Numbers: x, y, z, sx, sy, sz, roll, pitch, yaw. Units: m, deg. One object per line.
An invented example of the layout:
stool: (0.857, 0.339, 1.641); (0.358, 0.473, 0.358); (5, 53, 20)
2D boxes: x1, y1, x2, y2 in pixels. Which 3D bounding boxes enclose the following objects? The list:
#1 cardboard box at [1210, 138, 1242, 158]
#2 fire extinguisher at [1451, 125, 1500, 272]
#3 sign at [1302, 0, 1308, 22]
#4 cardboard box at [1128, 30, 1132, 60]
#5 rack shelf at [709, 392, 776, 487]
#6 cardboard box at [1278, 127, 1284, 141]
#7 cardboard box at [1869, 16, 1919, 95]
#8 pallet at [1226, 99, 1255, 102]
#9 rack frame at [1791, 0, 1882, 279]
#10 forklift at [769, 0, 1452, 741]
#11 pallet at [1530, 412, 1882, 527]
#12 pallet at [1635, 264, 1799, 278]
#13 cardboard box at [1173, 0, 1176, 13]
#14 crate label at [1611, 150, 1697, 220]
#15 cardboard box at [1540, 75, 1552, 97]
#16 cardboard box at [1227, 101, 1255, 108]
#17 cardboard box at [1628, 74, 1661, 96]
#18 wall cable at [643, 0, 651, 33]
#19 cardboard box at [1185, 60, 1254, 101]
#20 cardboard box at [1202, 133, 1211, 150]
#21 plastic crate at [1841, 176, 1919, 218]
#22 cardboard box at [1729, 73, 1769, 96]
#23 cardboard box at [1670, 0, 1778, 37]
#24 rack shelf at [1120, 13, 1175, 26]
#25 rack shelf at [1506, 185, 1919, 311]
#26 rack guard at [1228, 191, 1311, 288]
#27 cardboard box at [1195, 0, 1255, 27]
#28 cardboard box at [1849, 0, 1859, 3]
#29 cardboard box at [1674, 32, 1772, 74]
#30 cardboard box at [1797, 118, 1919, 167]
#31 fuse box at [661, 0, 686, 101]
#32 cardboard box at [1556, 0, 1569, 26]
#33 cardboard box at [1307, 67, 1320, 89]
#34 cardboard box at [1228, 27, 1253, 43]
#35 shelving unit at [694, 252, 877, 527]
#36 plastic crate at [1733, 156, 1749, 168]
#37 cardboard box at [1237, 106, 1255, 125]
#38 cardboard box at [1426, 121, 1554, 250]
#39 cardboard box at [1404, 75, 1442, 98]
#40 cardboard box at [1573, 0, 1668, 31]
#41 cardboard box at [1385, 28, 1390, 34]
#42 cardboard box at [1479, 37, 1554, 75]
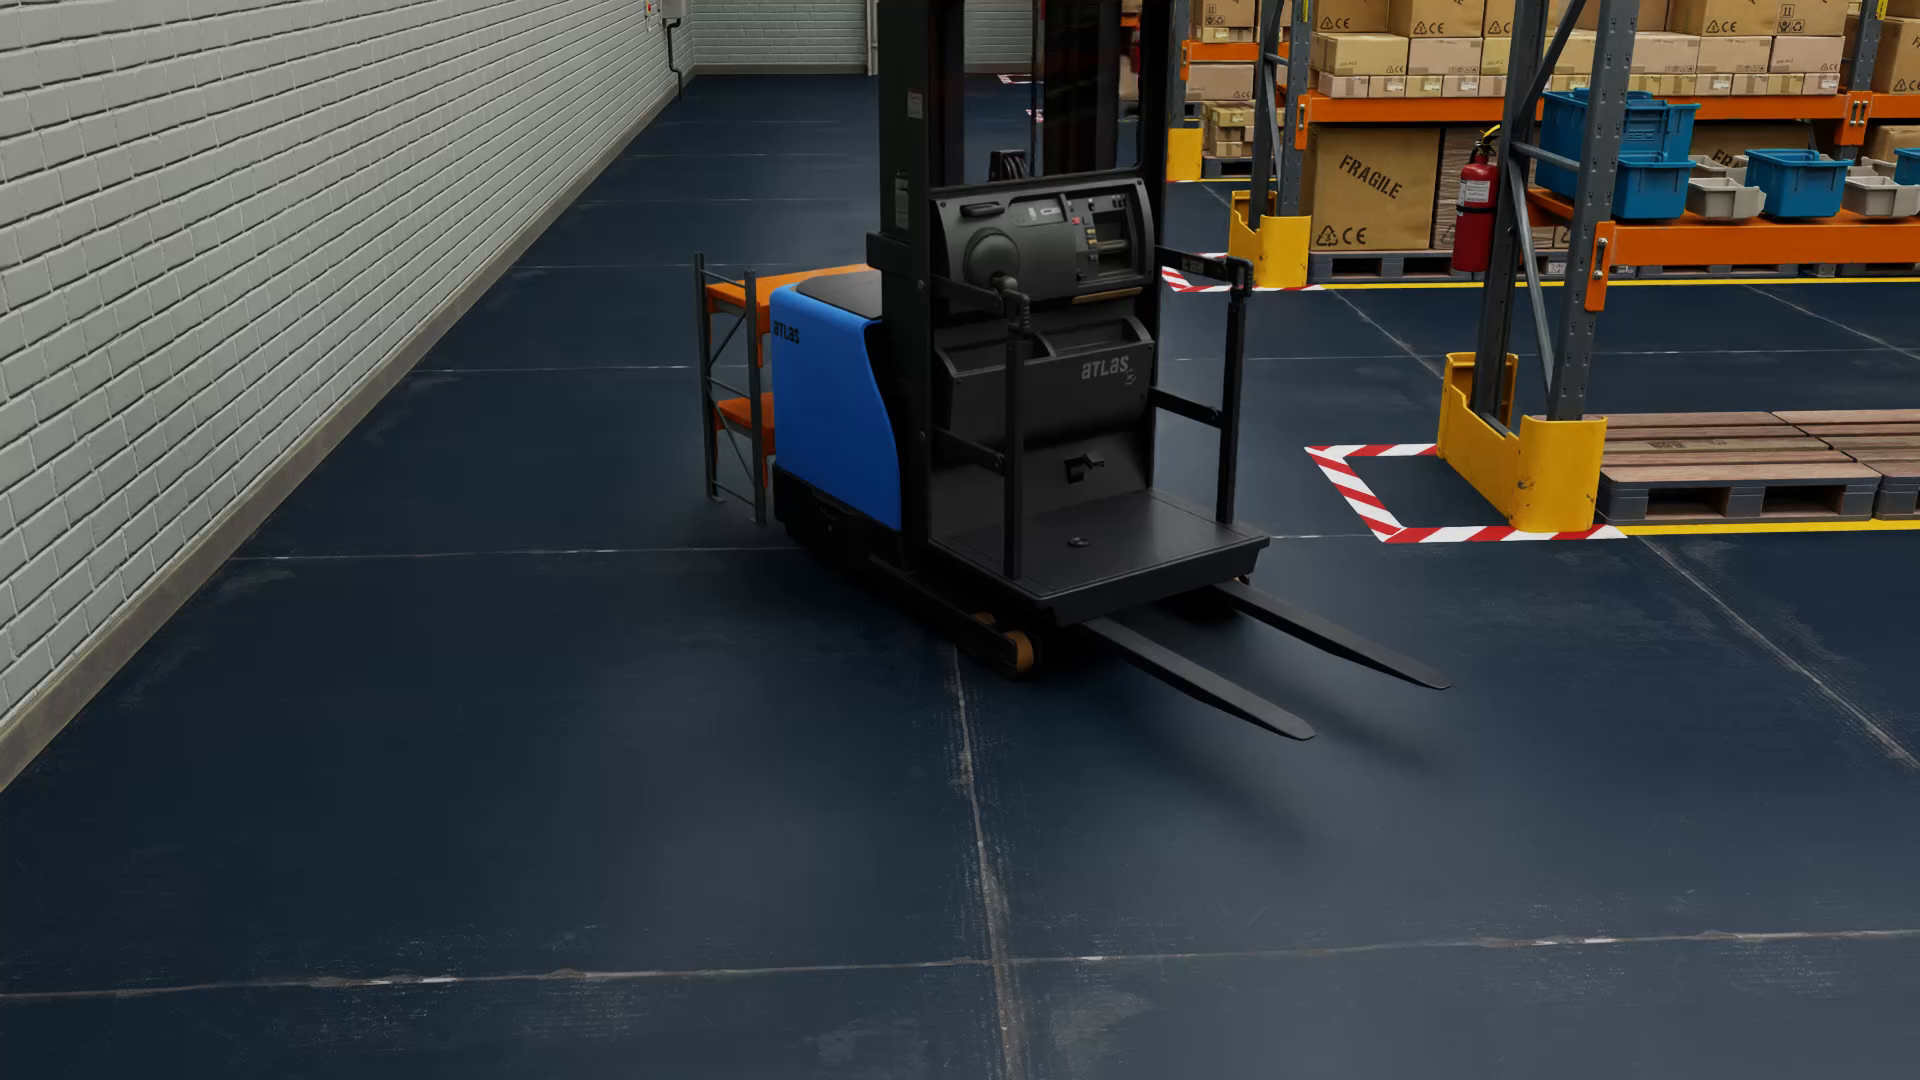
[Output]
cardboard box: (2.658, -3.931, 16.648); (0.250, 0.149, 0.380); (-1, 21, -2)
fire extinguisher: (2.406, -1.595, 7.728); (0.183, 0.674, 0.296); (-1, 21, -3)
sign: (2.325, -3.651, 11.167); (0.005, 0.325, 0.100); (-1, 21, -3)
cardboard box: (2.918, -7.701, 26.054); (0.500, 0.500, 0.700); (0, 21, -1)
rack shelf: (-0.592, -0.535, 7.633); (1.000, 0.278, 0.538); (-14, 25, -33)
cardboard box: (3.171, -4.115, 16.712); (0.250, 0.149, 0.380); (-1, 21, -2)
cardboard box: (6.766, -3.455, 11.840); (0.500, 0.500, 0.500); (-1, 21, -3)
pallet: (3.743, -5.691, 21.773); (1.213, 0.211, 1.003); (-1, 21, -3)
rack frame: (6.293, -3.488, 12.066); (0.127, 3.000, 1.000); (-1, 21, -3)
forklift: (0.441, -1.080, 5.839); (1.130, 2.935, 3.031); (-14, 25, -32)
pallet: (3.408, -0.347, 7.736); (1.213, 0.211, 1.003); (-1, 21, -3)
pallet: (5.529, -2.197, 12.595); (1.213, 0.211, 1.003); (-1, 21, -3)
cardboard box: (2.733, -6.902, 20.892); (0.500, 0.500, 0.500); (-1, 21, -4)
crate label: (2.847, -1.485, 6.957); (0.303, 0.233, 0.416); (-1, 21, -3)
cardboard box: (3.956, -3.206, 11.680); (0.250, 0.149, 0.380); (-1, 21, -4)
cardboard box: (2.885, -4.398, 17.037); (0.250, 0.149, 0.380); (-1, 21, -2)
cardboard box: (4.724, -3.222, 11.720); (0.250, 0.149, 0.380); (-1, 21, -4)
wall cable: (-3.895, -7.294, 20.590); (0.123, 1.953, 0.585); (-1, 21, -3)
cardboard box: (3.300, -5.996, 21.666); (0.875, 0.438, 0.875); (-1, 21, -2)
cardboard box: (2.631, -4.119, 17.141); (0.250, 0.149, 0.380); (-1, 21, -2)
plastic crate: (3.850, -1.431, 6.950); (0.298, 0.136, 0.250); (-1, 21, -3)
cardboard box: (5.494, -3.237, 11.762); (0.250, 0.149, 0.380); (-2, 21, -4)
cardboard box: (5.349, -3.794, 11.610); (0.500, 0.500, 0.500); (-1, 21, -2)
rack shelf: (3.730, -6.631, 21.334); (4.000, 0.370, 1.077); (-1, 21, -3)
rack shelf: (4.579, -1.352, 7.466); (4.000, 0.370, 1.077); (-1, 21, -3)
rack guard: (2.275, -2.238, 12.297); (0.348, 0.500, 1.175); (-1, 21, -3)
cardboard box: (2.581, -5.267, 16.182); (0.500, 0.500, 0.500); (0, 21, 0)
cardboard box: (8.609, -5.358, 16.323); (0.250, 0.149, 0.380); (-1, 21, -3)
cardboard box: (5.351, -3.443, 11.742); (0.500, 0.250, 0.500); (-1, 21, -1)
cardboard box: (6.931, -2.711, 12.423); (0.875, 0.875, 1.225); (-1, 21, -3)
fuse box: (-3.869, -6.951, 22.974); (0.414, 1.711, 0.539); (-1, 21, -3)
cardboard box: (5.644, -5.327, 16.340); (0.500, 0.500, 0.500); (-1, 21, -3)
cardboard box: (2.636, -3.413, 12.224); (0.250, 0.149, 0.380); (-1, 21, -2)
cardboard box: (2.711, -4.963, 16.295); (0.250, 0.149, 0.380); (0, 21, -1)
shelving unit: (-0.592, -0.764, 7.546); (1.048, 1.125, 0.538); (-14, 25, -33)
plastic crate: (3.676, -1.634, 7.482); (0.243, 0.136, 0.396); (-1, 21, -3)
cardboard box: (2.928, -4.251, 16.651); (0.250, 0.149, 0.380); (-1, 21, -2)
cardboard box: (3.842, -2.670, 12.314); (0.875, 0.875, 0.875); (-1, 21, -3)
cardboard box: (3.184, -3.190, 11.638); (0.250, 0.149, 0.380); (-2, 21, -4)
cardboard box: (4.789, -3.969, 12.069); (0.500, 0.500, 0.500); (-2, 21, -5)
cardboard box: (3.274, -3.590, 12.127); (0.500, 0.250, 0.500); (-2, 21, -4)
cardboard box: (3.814, -3.411, 11.658); (0.500, 0.250, 0.500); (-2, 21, -5)
